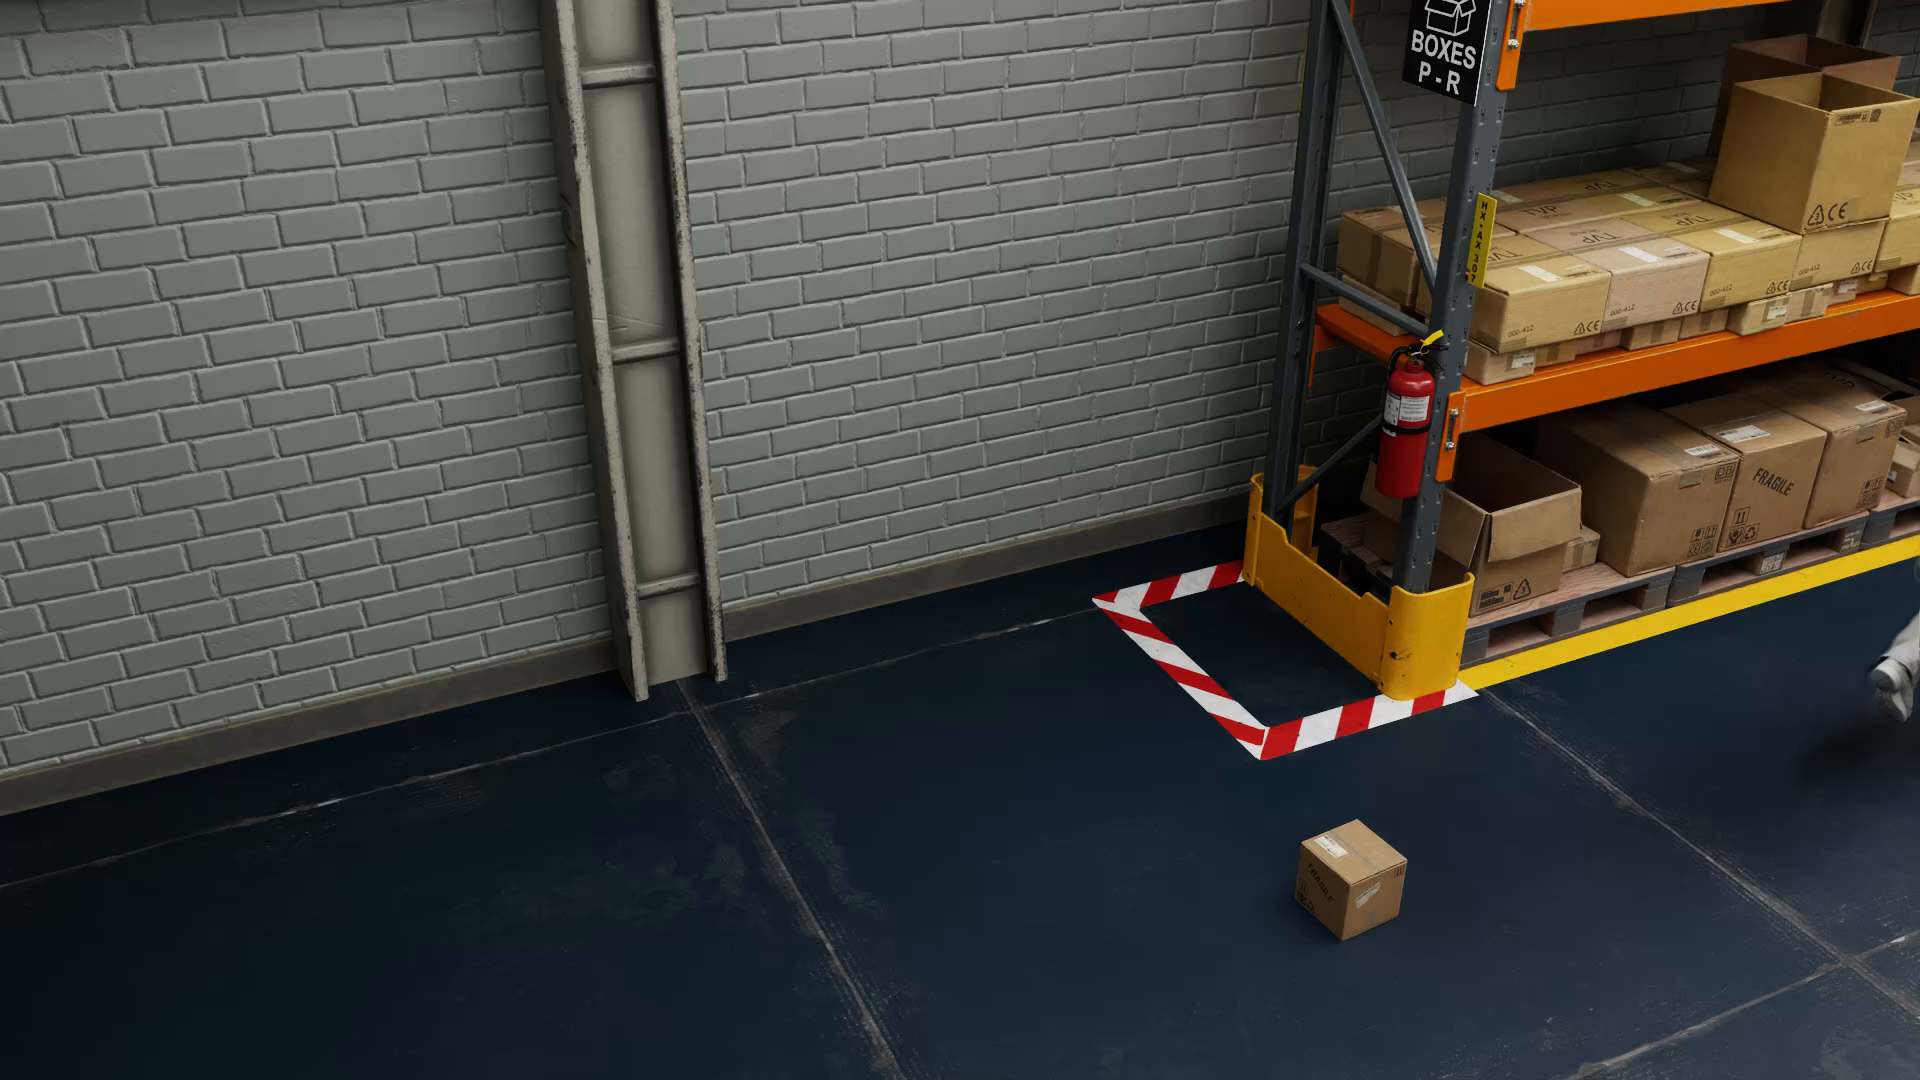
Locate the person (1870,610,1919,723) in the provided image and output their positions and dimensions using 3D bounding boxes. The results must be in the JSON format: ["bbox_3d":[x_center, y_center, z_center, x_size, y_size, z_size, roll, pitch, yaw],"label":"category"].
[{"bbox_3d":[3.871,-0.033,6.160,0.756,1.759,0.590,-14,32,-24],"label":"person"}]
